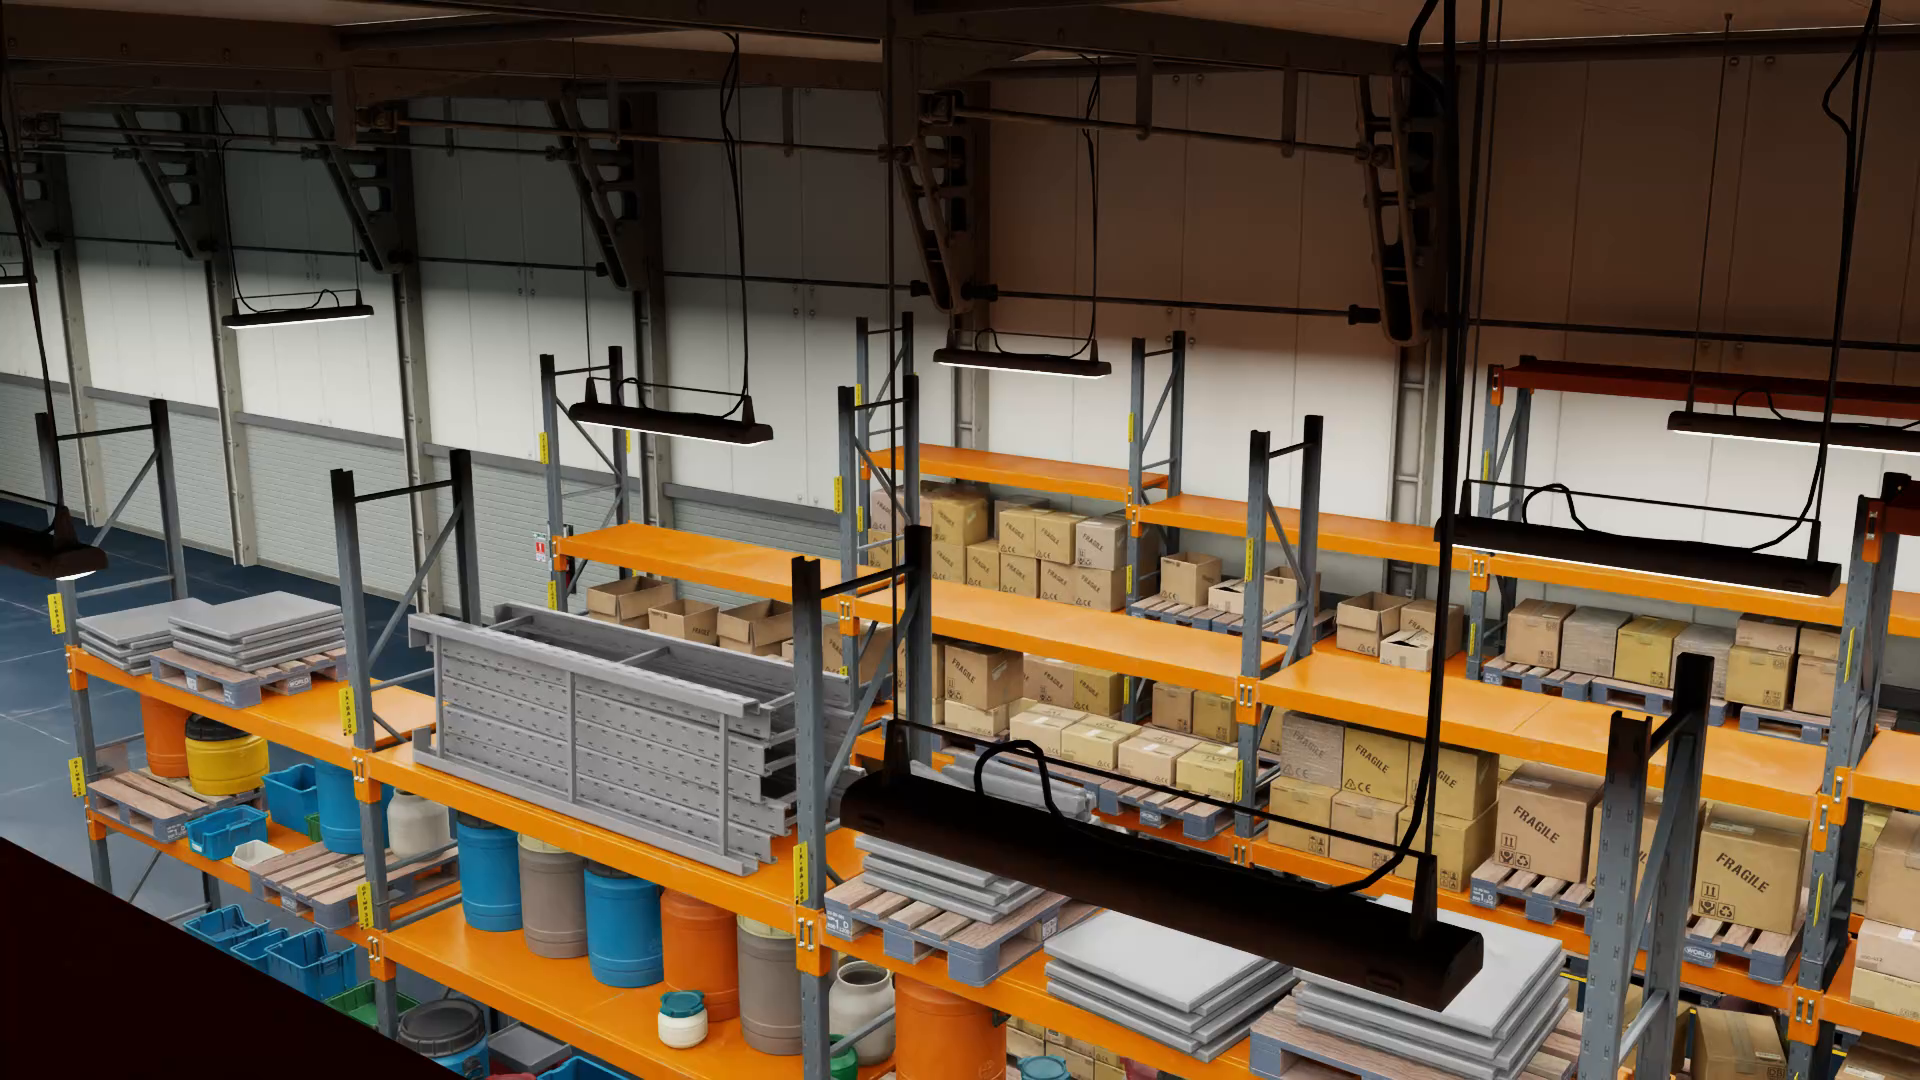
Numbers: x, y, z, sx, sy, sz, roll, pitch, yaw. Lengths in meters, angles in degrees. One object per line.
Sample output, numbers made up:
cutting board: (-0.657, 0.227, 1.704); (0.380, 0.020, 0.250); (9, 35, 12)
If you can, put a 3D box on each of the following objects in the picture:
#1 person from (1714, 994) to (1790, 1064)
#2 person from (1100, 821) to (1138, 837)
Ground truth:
person: (6.825, 3.929, 14.406); (1.143, 1.726, 0.578); (7, 15, 26)
person: (1.506, 3.193, 17.557); (1.054, 1.720, 0.575); (7, 15, 27)
